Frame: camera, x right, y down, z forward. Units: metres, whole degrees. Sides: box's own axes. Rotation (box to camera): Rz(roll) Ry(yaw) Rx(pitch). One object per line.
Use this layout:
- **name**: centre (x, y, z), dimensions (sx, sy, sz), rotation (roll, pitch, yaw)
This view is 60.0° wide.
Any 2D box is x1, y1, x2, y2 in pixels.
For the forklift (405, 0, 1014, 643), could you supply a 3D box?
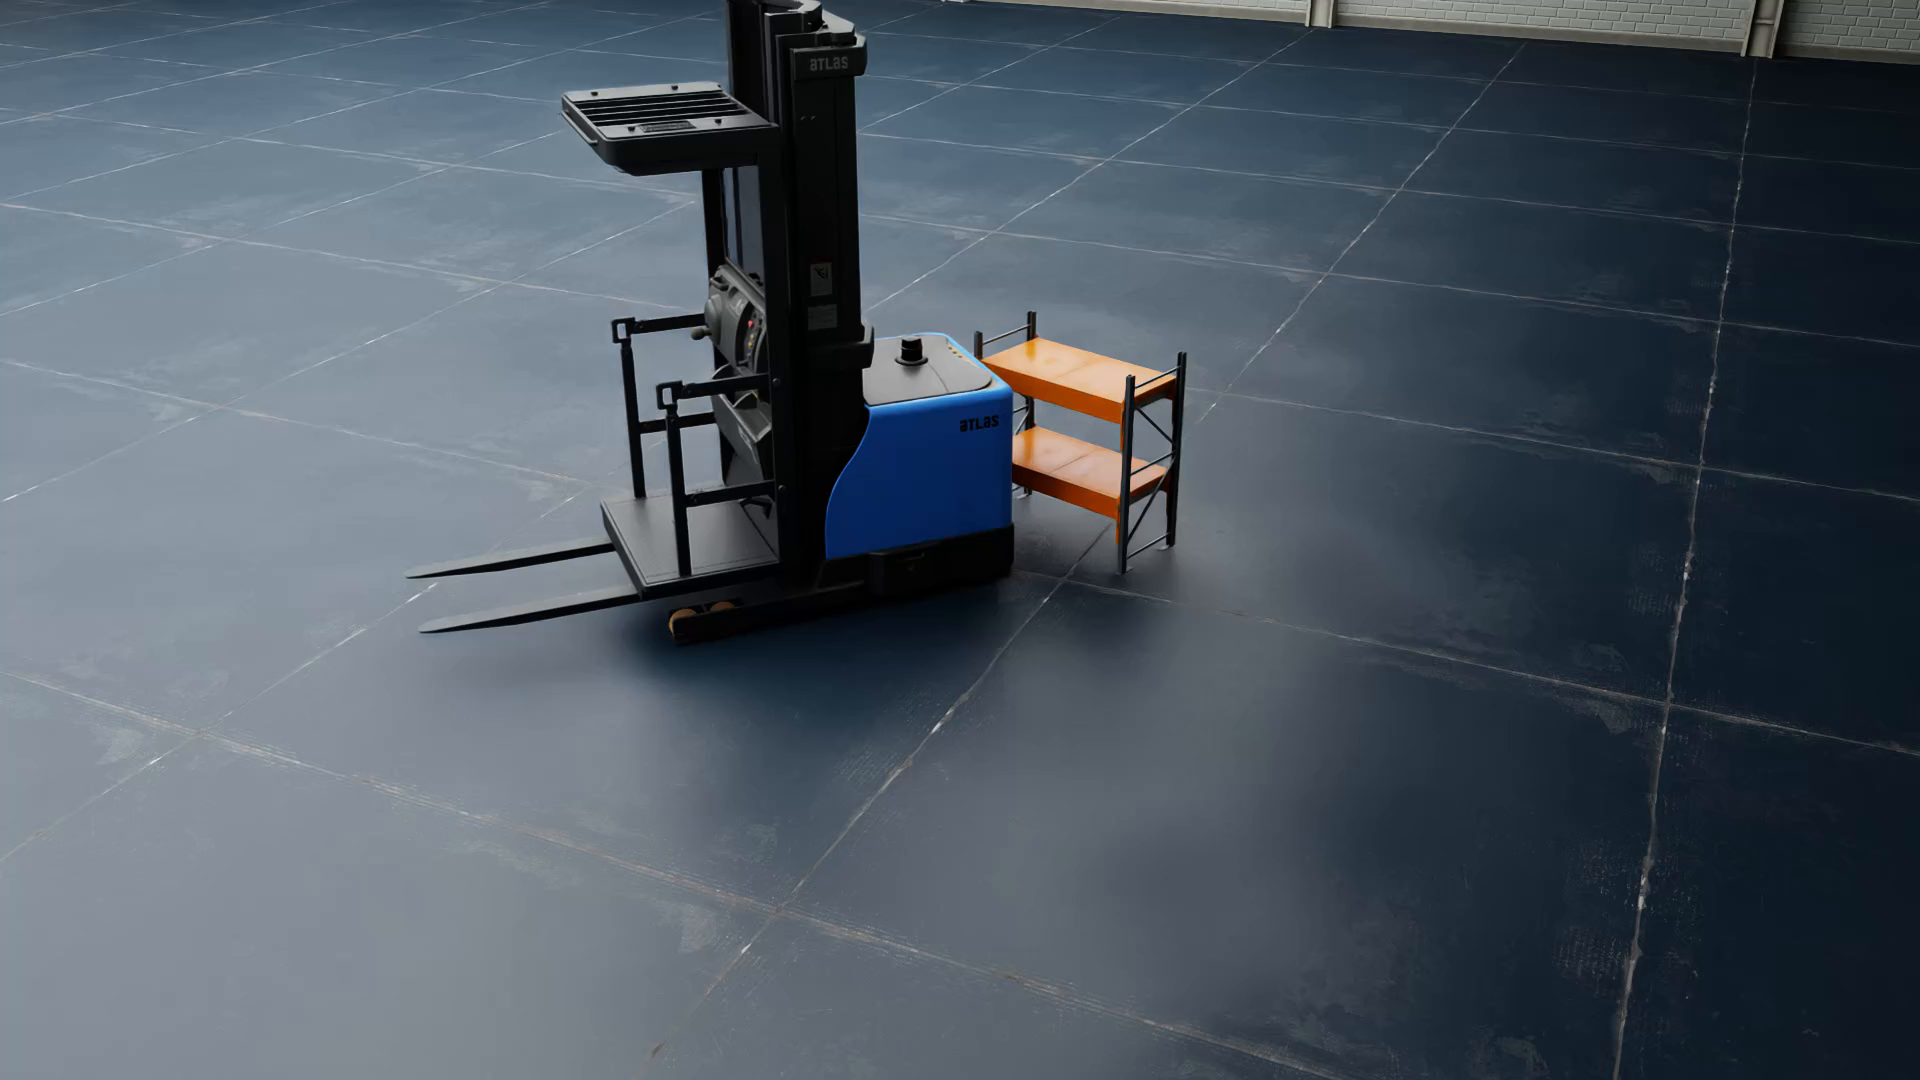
- **forklift**: centre (-1.283, -1.070, 8.105), dimensions (3.031, 2.935, 1.130), rotation (-10, 28, -20)

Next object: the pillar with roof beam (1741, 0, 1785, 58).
- **pillar with roof beam**: centre (9.079, -8.913, 17.166), dimensions (0.400, 9.000, 9.100), rotation (11, 28, 22)

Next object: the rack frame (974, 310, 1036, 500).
- **rack frame**: centre (0.249, -0.697, 9.393), dimensions (0.032, 1.125, 0.500), rotation (21, 33, 36)

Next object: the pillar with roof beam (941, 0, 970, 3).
- **pillar with roof beam**: centre (-1.844, -11.107, 21.622), dimensions (0.400, 9.000, 9.100), rotation (11, 28, 22)

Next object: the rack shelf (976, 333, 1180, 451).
- **rack shelf**: centre (0.631, -0.811, 8.962), dimensions (1.000, 0.278, 0.538), rotation (21, 33, 36)

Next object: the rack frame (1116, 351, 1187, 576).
- **rack frame**: centre (1.012, -0.400, 8.789), dimensions (0.032, 1.125, 0.500), rotation (21, 33, 36)

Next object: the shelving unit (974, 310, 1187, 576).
- **shelving unit**: centre (0.631, -0.549, 9.091), dimensions (1.048, 1.125, 0.538), rotation (21, 33, 36)

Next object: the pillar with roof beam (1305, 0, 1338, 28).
- **pillar with roof beam**: centre (3.618, -10.010, 19.394), dimensions (0.400, 9.000, 9.100), rotation (11, 28, 22)

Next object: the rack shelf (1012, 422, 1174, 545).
- **rack shelf**: centre (0.631, -0.329, 9.199), dimensions (1.000, 0.278, 0.538), rotation (21, 33, 36)
